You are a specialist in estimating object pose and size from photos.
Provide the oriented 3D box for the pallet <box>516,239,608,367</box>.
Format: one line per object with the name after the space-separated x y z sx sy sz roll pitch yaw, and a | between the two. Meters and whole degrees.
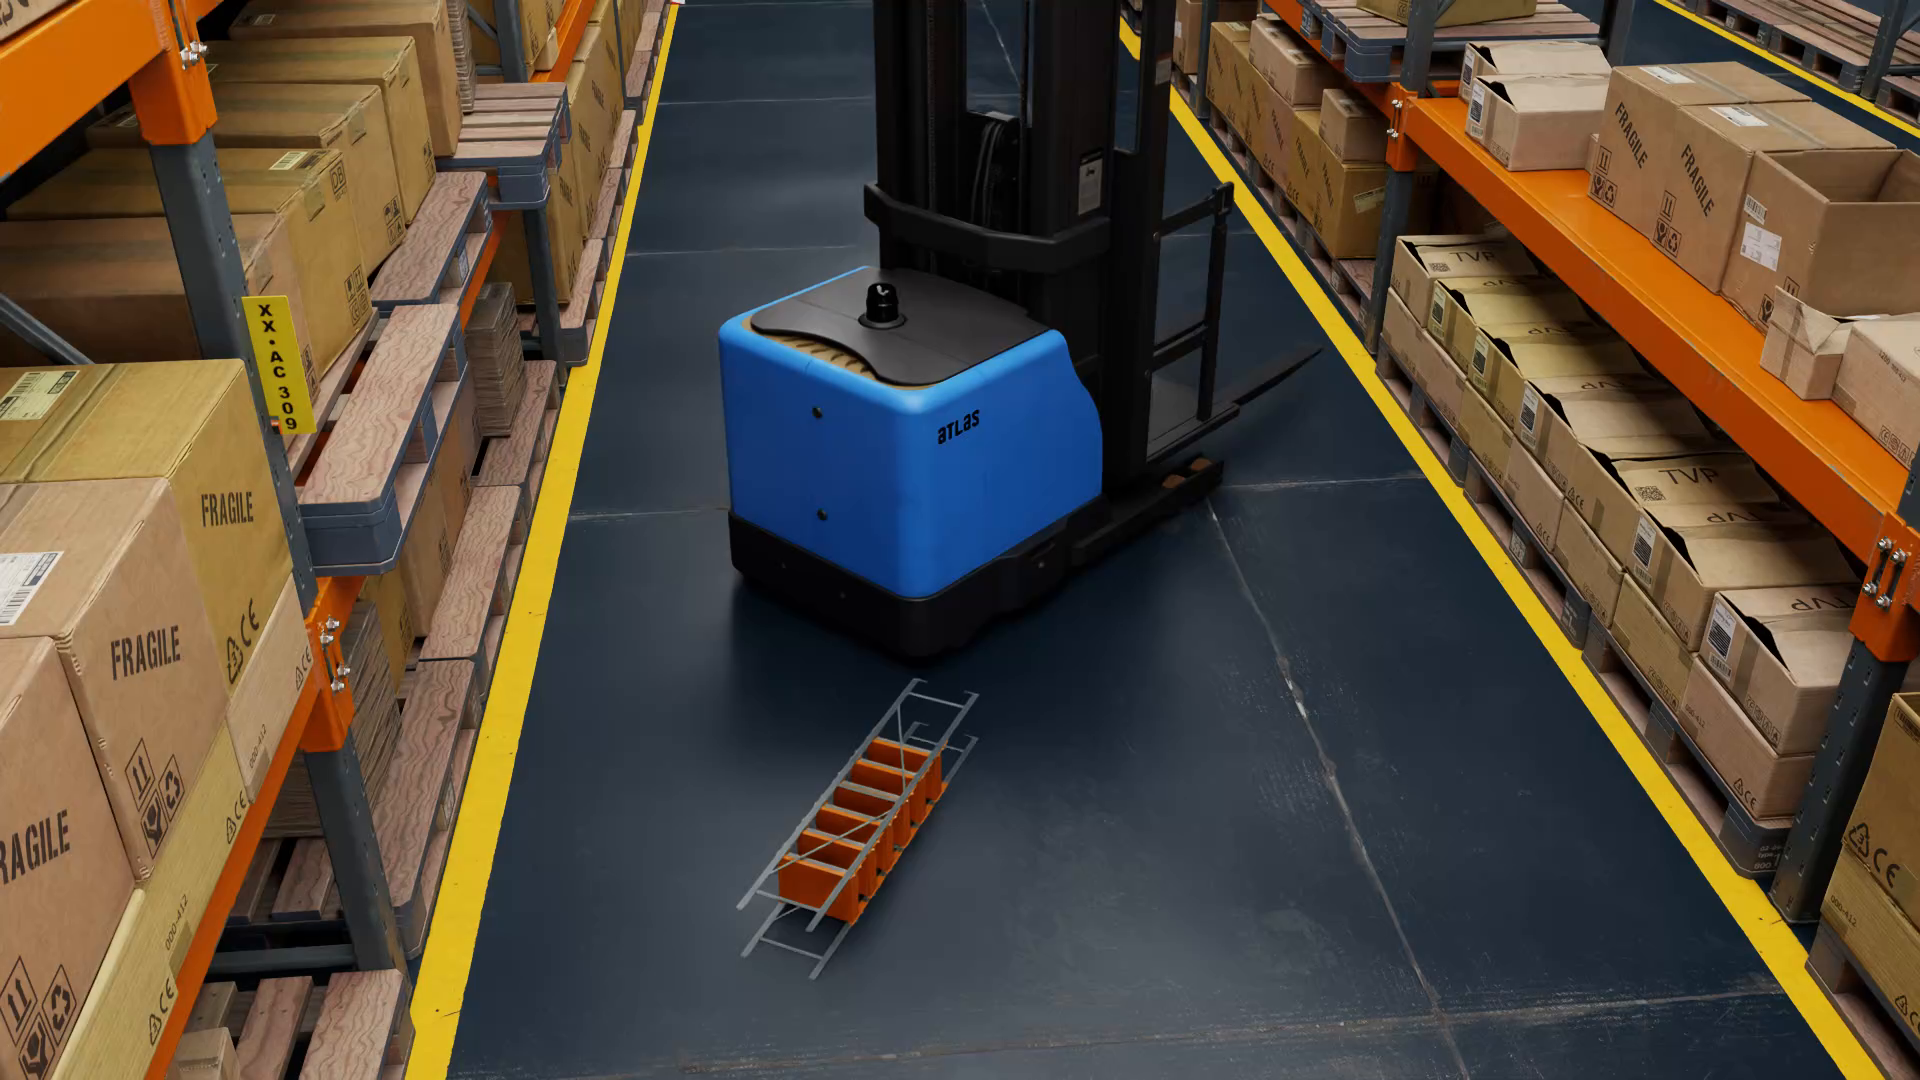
-2.392 -1.226 8.597 1.003 0.211 1.213 -3 31 -5 | pallet

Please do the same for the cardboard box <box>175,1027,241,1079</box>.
-1.939 1.324 3.941 0.380 0.166 0.250 -7 32 -11 | cardboard box

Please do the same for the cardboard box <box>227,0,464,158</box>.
-2.260 -1.725 6.187 0.700 0.500 0.500 -6 31 -9 | cardboard box

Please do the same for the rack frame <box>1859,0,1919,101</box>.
7.097 -4.534 11.415 1.000 3.000 0.127 -3 31 -5 | rack frame

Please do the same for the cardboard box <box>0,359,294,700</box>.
-1.667 -0.014 3.244 0.500 0.500 0.500 -3 31 -5 | cardboard box

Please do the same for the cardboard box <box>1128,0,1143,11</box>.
1.653 -4.547 13.690 0.500 0.250 0.500 -3 31 -5 | cardboard box

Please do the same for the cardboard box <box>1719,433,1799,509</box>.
3.031 -0.197 5.880 0.500 0.311 0.500 -4 31 -6 | cardboard box

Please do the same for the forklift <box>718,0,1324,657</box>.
0.465 -1.518 6.432 1.130 2.935 3.031 24 39 35 | forklift

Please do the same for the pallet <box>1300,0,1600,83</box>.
2.405 -2.516 8.225 1.213 0.211 1.003 -3 31 -5 | pallet

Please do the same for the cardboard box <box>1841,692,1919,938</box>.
2.644 0.716 4.167 0.500 0.500 0.500 -3 31 -5 | cardboard box

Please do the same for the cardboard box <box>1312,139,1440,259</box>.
2.218 -1.838 8.911 0.500 0.500 0.500 -2 31 -3 | cardboard box

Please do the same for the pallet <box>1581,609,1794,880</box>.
2.805 0.609 5.525 1.003 0.211 1.213 -3 31 -5 | pallet

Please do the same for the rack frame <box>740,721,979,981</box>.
-0.282 0.930 5.183 0.240 0.006 1.200 12 33 20 | rack frame

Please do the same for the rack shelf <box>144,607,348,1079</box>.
-1.832 1.355 2.257 1.077 0.370 4.000 -3 31 -5 | rack shelf

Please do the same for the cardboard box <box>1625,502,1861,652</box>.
2.534 0.087 5.404 0.500 0.311 0.500 -2 31 -3 | cardboard box

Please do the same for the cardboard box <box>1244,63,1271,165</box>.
2.068 -2.628 10.233 0.500 0.500 0.500 -2 31 -4 | cardboard box

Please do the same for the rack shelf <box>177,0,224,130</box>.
-2.206 -1.975 4.907 1.077 0.370 4.000 -3 31 -5 | rack shelf

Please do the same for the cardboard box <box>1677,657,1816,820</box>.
2.585 0.588 5.112 0.500 0.250 0.500 -3 31 -5 | cardboard box

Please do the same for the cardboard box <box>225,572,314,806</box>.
-1.673 0.308 3.435 0.500 0.250 0.500 -3 31 -4 | cardboard box

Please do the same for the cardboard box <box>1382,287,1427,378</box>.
2.295 -0.975 7.728 0.500 0.250 0.500 -3 31 -5 | cardboard box

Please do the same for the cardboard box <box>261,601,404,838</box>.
-2.105 0.535 4.939 0.700 0.500 0.500 -2 31 -3 | cardboard box

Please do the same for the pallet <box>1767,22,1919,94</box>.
6.990 -3.710 12.756 1.003 0.211 1.213 -3 31 -5 | pallet

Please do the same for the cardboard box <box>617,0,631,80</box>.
-2.734 -3.553 11.801 0.700 0.500 0.500 -2 31 -4 | cardboard box

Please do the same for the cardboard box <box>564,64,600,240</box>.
-2.407 -2.104 9.033 0.750 0.750 0.750 -3 31 -5 | cardboard box

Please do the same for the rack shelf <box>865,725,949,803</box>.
-0.170 0.717 5.360 0.258 0.180 0.103 12 33 20 | rack shelf

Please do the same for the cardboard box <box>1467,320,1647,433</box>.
2.398 -0.687 6.700 0.500 0.311 0.500 -4 31 -6 | cardboard box

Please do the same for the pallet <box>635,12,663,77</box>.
-2.877 -3.878 13.037 1.003 0.211 1.213 -3 31 -5 | pallet

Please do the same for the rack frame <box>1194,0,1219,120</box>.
2.165 -4.298 11.021 1.000 3.000 0.127 -3 31 -5 | rack frame

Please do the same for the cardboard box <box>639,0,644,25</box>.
-2.881 -4.344 13.125 0.700 0.500 0.500 -4 31 -6 | cardboard box

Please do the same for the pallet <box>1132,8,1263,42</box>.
1.985 -4.076 13.369 1.003 0.211 1.213 -3 31 -5 | pallet

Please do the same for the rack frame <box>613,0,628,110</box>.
-2.767 -4.059 10.621 1.000 3.000 0.127 -3 31 -5 | rack frame

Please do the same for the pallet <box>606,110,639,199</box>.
-2.620 -2.472 10.682 1.003 0.211 1.213 -3 31 -5 | pallet

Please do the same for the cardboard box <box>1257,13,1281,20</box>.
2.250 -3.937 12.750 0.380 0.166 0.250 -3 31 -5 | cardboard box

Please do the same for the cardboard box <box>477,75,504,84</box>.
-2.193 -2.097 7.561 0.380 0.149 0.250 -3 31 -5 | cardboard box

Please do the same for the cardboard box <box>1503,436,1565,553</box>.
2.445 -0.191 6.416 0.500 0.250 0.500 -2 31 -4 | cardboard box

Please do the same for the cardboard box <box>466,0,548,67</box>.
-2.184 -2.456 7.530 0.500 0.500 0.500 -2 31 -3 | cardboard box

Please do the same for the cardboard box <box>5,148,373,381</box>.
-2.078 -0.754 4.560 0.700 0.500 0.500 0 31 1 | cardboard box

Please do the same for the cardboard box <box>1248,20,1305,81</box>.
2.061 -2.967 10.069 0.500 0.250 0.500 -3 31 -4 | cardboard box

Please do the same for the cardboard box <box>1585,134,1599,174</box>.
2.714 -1.500 6.581 0.380 0.149 0.250 -1 31 -1 | cardboard box

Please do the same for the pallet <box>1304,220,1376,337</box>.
2.507 -1.442 8.958 1.003 0.211 1.213 -3 31 -5 | pallet

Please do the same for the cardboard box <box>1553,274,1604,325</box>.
2.888 -0.976 7.184 0.500 0.311 0.500 -3 31 -5 | cardboard box

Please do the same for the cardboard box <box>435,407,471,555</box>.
-2.267 -0.247 6.246 0.700 0.500 0.500 -3 31 -5 | cardboard box

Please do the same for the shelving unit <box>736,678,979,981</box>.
-0.282 0.851 5.136 0.258 0.189 1.200 12 33 20 | shelving unit

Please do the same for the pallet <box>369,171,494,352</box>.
-2.167 -0.926 5.562 1.003 0.211 1.213 -3 31 -5 | pallet

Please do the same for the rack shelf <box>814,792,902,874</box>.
-0.312 0.887 5.076 0.258 0.180 0.103 12 33 20 | rack shelf

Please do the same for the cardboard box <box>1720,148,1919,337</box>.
2.808 -0.919 5.265 0.500 0.500 0.500 -1 31 -1 | cardboard box

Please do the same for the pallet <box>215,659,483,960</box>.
-2.093 0.825 5.163 1.003 0.211 1.213 -3 31 -5 | pallet
